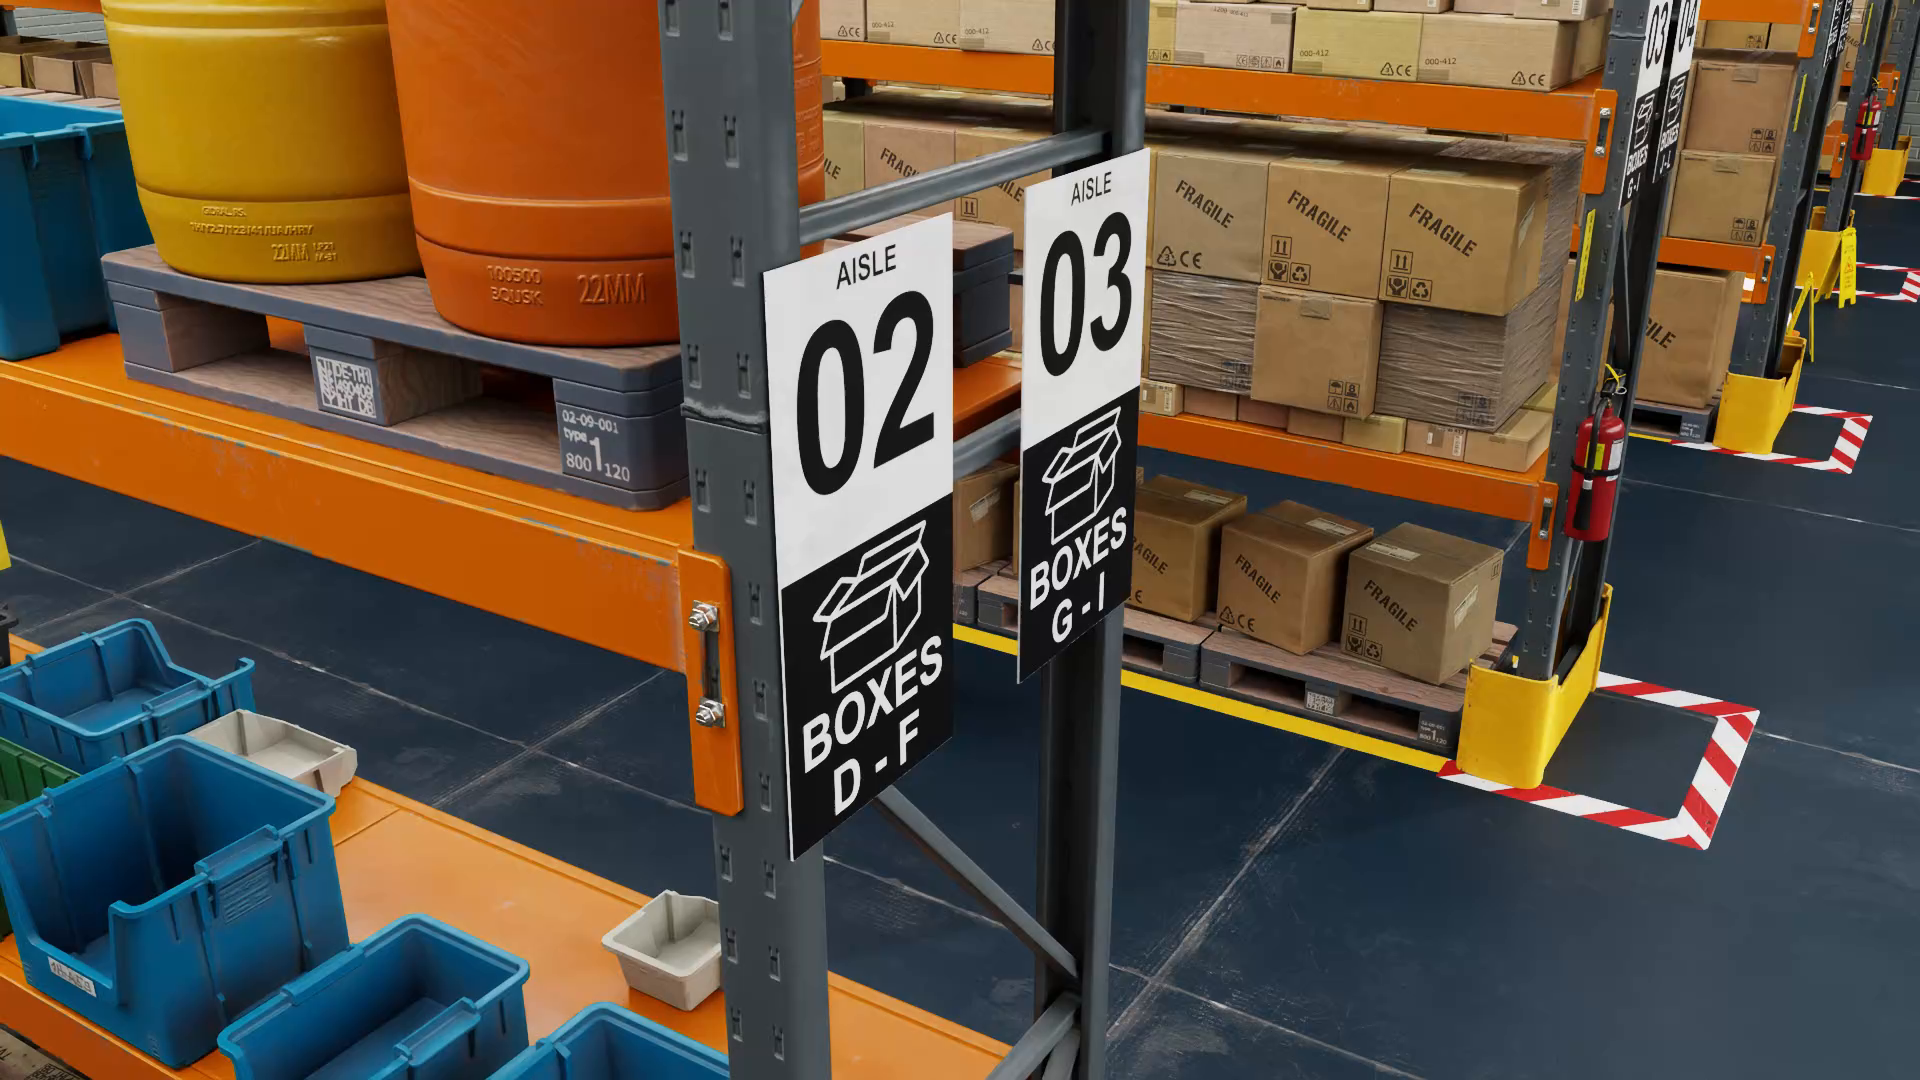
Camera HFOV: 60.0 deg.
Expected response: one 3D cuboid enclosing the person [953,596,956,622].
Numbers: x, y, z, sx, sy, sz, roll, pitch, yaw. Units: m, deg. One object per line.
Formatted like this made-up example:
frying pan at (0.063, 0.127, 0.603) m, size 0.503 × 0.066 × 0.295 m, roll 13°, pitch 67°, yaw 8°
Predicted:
person at (-0.451, 0.291, 7.573) m, size 0.915 × 0.888 × 0.604 m, roll 14°, pitch 27°, yaw 30°
